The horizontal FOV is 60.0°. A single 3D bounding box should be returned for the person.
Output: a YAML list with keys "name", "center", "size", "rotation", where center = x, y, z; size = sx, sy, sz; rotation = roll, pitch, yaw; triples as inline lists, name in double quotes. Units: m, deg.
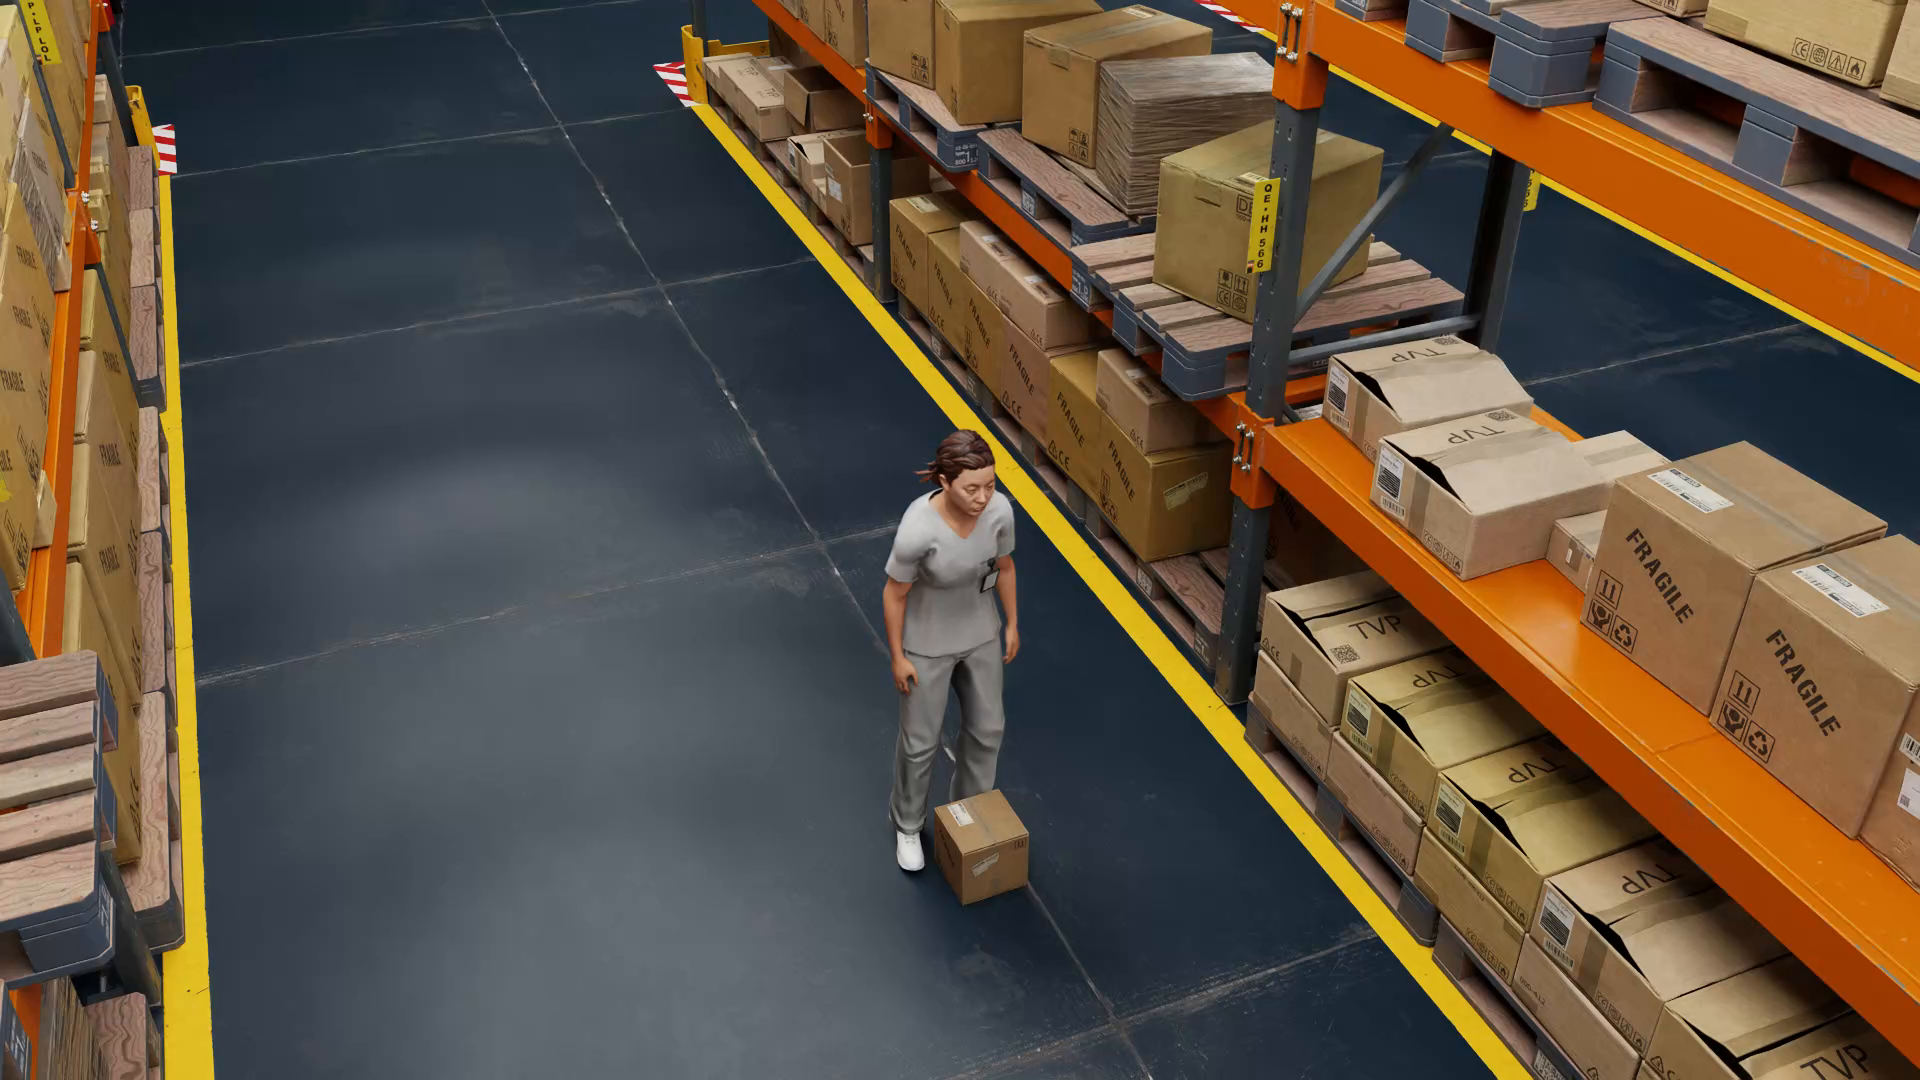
- name: "person"
  center: [-0.016, 0.368, 5.590]
  size: [0.514, 1.671, 0.415]
  rotation: [-15, 37, -22]
